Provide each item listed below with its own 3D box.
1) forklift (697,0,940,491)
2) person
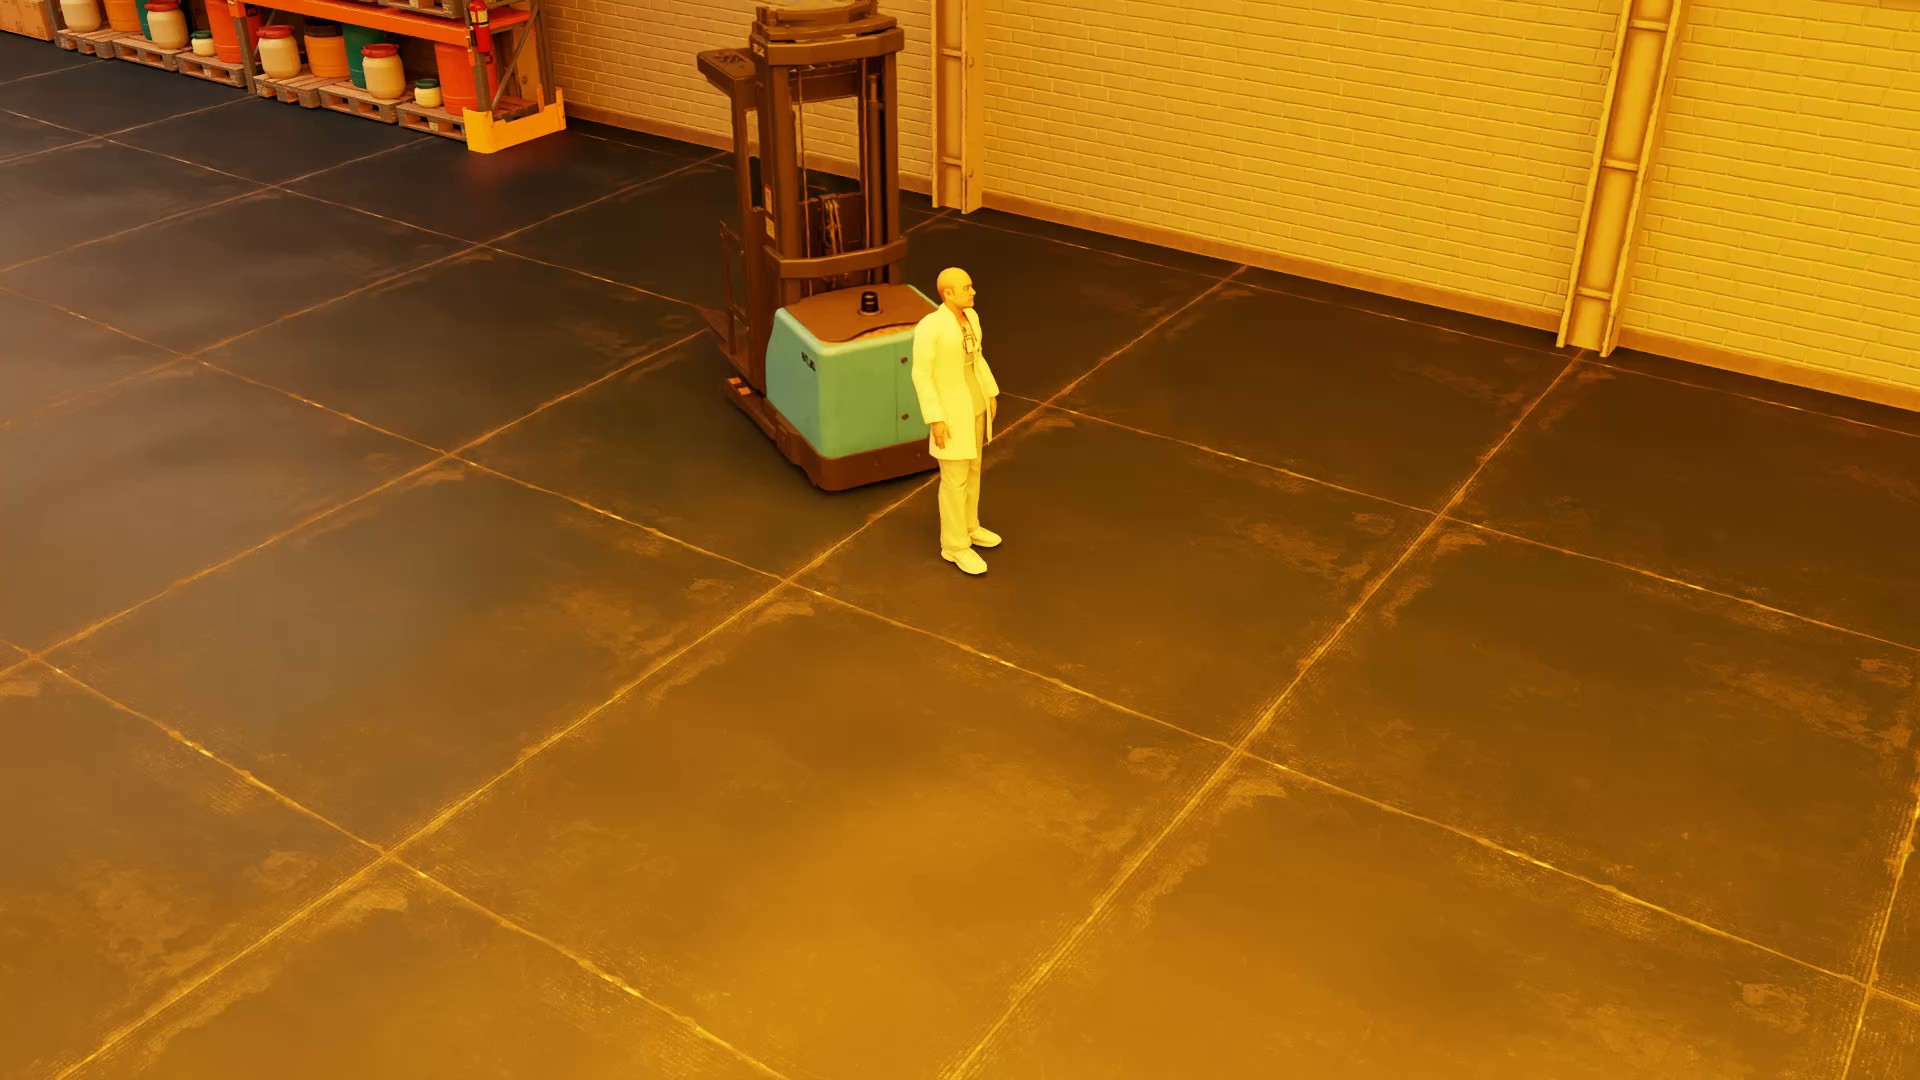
[{"bbox_3d":[-1.092,-2.305,11.550,1.130,2.935,3.031,-14,33,-23],"label":"forklift"},{"bbox_3d":[0.072,-0.748,10.003,0.581,1.776,0.694,19,35,29],"label":"person"}]
